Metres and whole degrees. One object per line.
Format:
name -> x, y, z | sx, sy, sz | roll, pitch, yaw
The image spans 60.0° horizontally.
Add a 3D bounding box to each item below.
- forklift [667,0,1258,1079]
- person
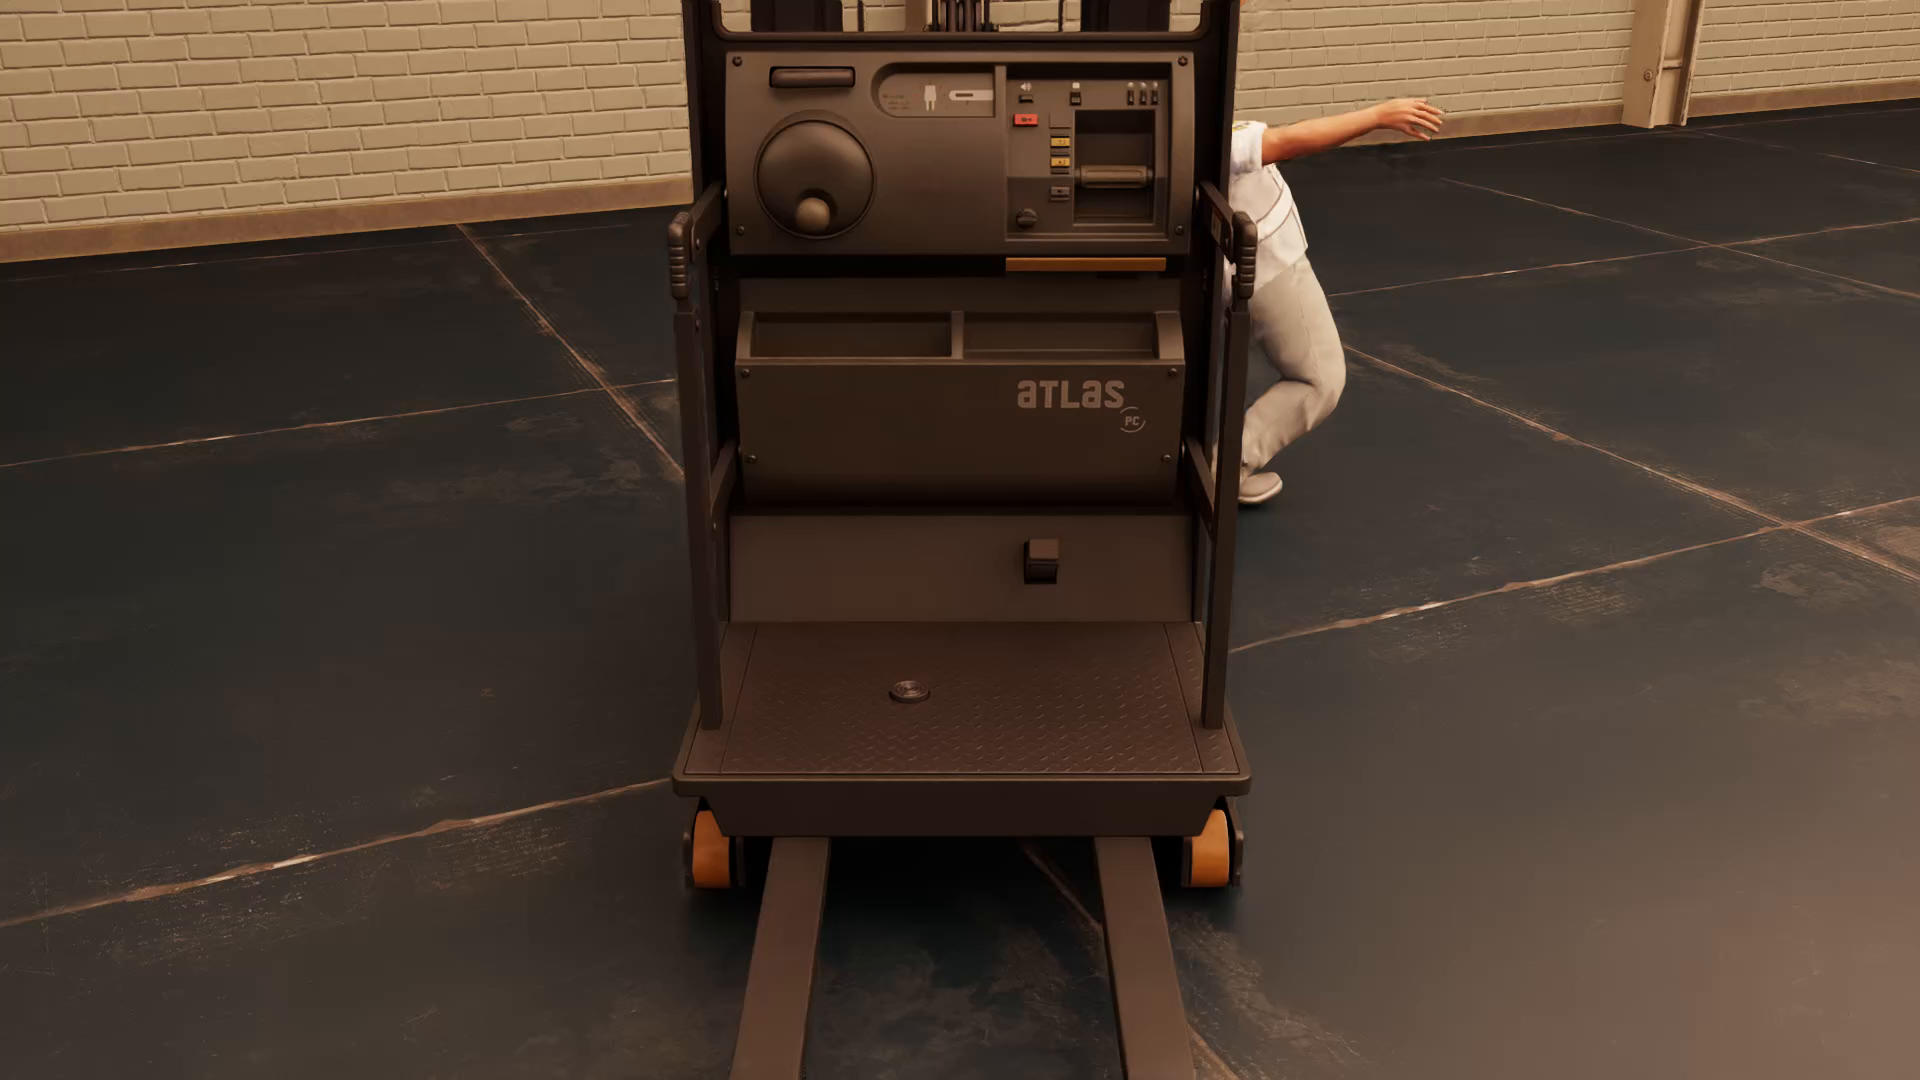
forklift -> 0.003, -0.759, 3.114 | 1.130, 2.935, 3.031 | 0, 23, 0
person -> 0.828, -0.848, 5.020 | 0.711, 1.593, 1.075 | -17, 28, -35
